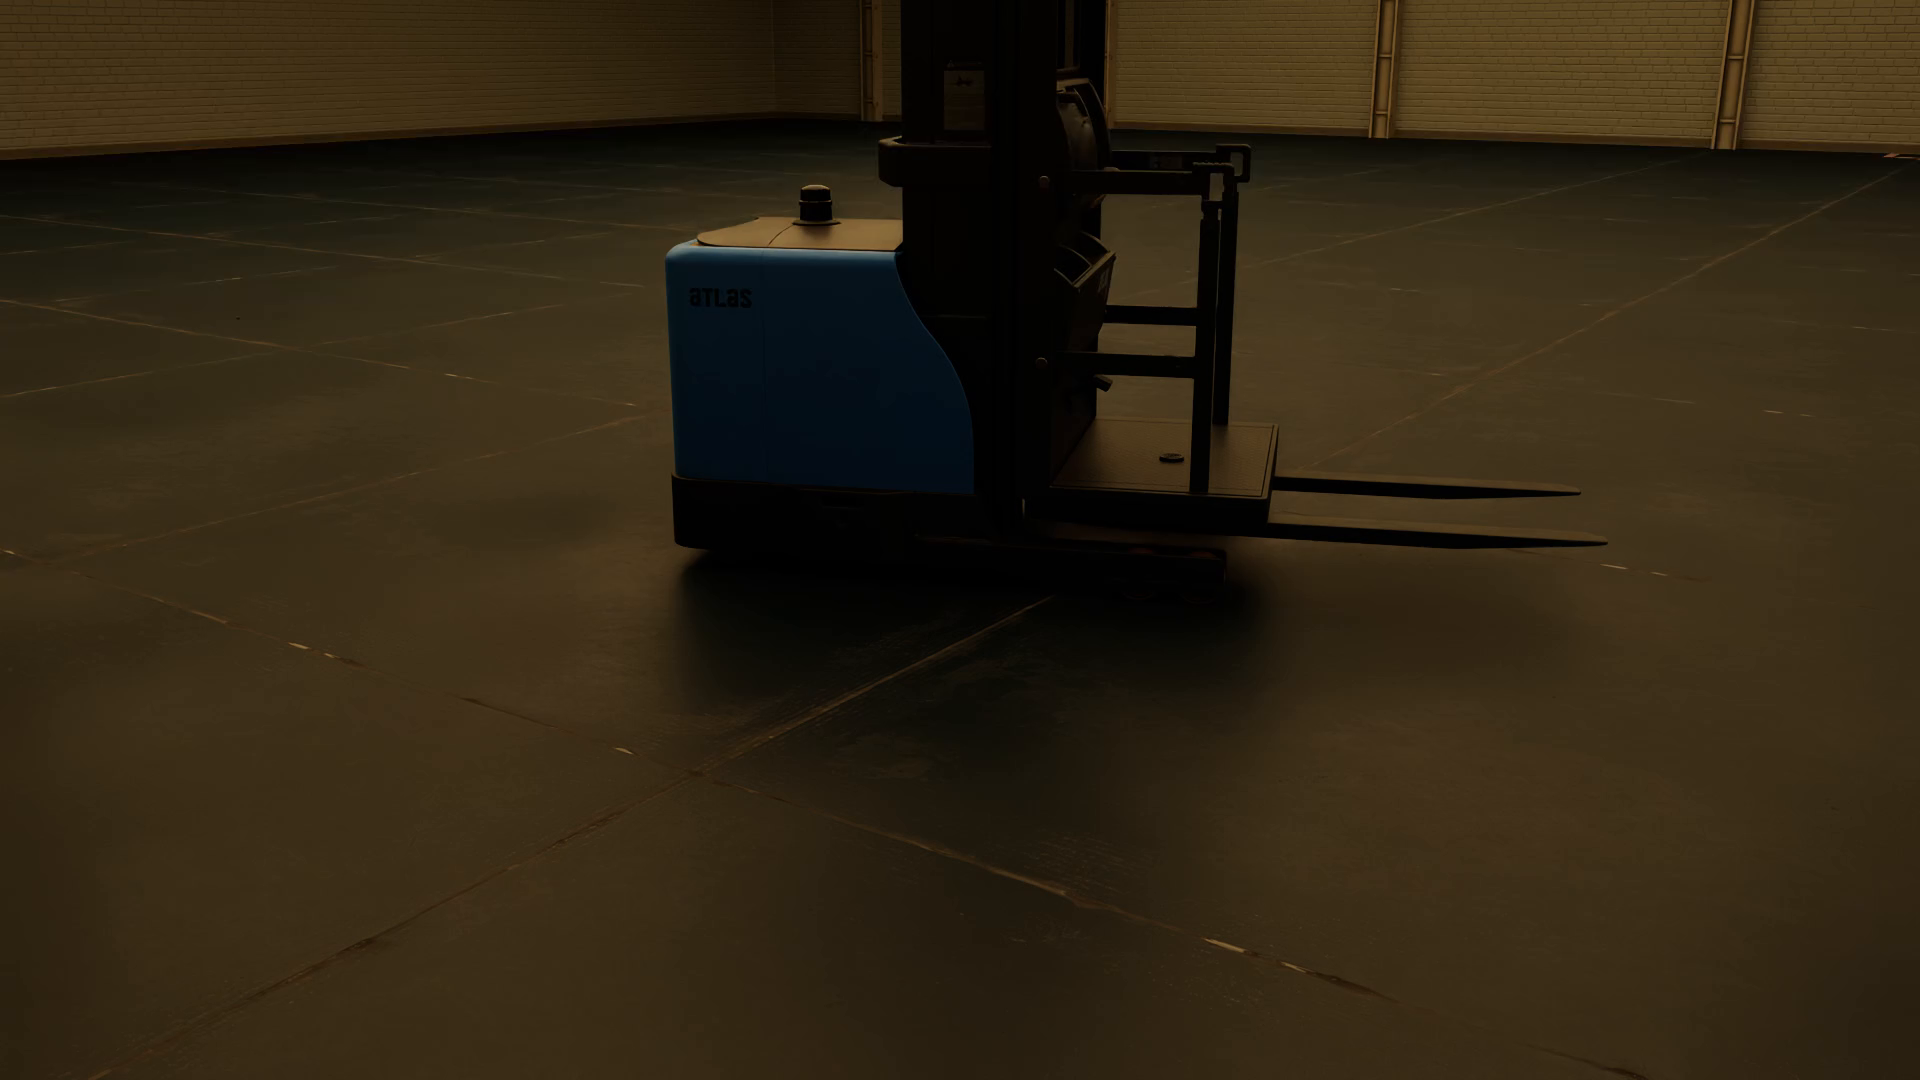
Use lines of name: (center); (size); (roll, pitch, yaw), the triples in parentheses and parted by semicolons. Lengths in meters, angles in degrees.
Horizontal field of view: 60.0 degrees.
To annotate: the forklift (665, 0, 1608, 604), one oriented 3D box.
forklift: (0.595, -1.367, 5.404); (3.031, 2.935, 1.130); (4, 17, 12)
